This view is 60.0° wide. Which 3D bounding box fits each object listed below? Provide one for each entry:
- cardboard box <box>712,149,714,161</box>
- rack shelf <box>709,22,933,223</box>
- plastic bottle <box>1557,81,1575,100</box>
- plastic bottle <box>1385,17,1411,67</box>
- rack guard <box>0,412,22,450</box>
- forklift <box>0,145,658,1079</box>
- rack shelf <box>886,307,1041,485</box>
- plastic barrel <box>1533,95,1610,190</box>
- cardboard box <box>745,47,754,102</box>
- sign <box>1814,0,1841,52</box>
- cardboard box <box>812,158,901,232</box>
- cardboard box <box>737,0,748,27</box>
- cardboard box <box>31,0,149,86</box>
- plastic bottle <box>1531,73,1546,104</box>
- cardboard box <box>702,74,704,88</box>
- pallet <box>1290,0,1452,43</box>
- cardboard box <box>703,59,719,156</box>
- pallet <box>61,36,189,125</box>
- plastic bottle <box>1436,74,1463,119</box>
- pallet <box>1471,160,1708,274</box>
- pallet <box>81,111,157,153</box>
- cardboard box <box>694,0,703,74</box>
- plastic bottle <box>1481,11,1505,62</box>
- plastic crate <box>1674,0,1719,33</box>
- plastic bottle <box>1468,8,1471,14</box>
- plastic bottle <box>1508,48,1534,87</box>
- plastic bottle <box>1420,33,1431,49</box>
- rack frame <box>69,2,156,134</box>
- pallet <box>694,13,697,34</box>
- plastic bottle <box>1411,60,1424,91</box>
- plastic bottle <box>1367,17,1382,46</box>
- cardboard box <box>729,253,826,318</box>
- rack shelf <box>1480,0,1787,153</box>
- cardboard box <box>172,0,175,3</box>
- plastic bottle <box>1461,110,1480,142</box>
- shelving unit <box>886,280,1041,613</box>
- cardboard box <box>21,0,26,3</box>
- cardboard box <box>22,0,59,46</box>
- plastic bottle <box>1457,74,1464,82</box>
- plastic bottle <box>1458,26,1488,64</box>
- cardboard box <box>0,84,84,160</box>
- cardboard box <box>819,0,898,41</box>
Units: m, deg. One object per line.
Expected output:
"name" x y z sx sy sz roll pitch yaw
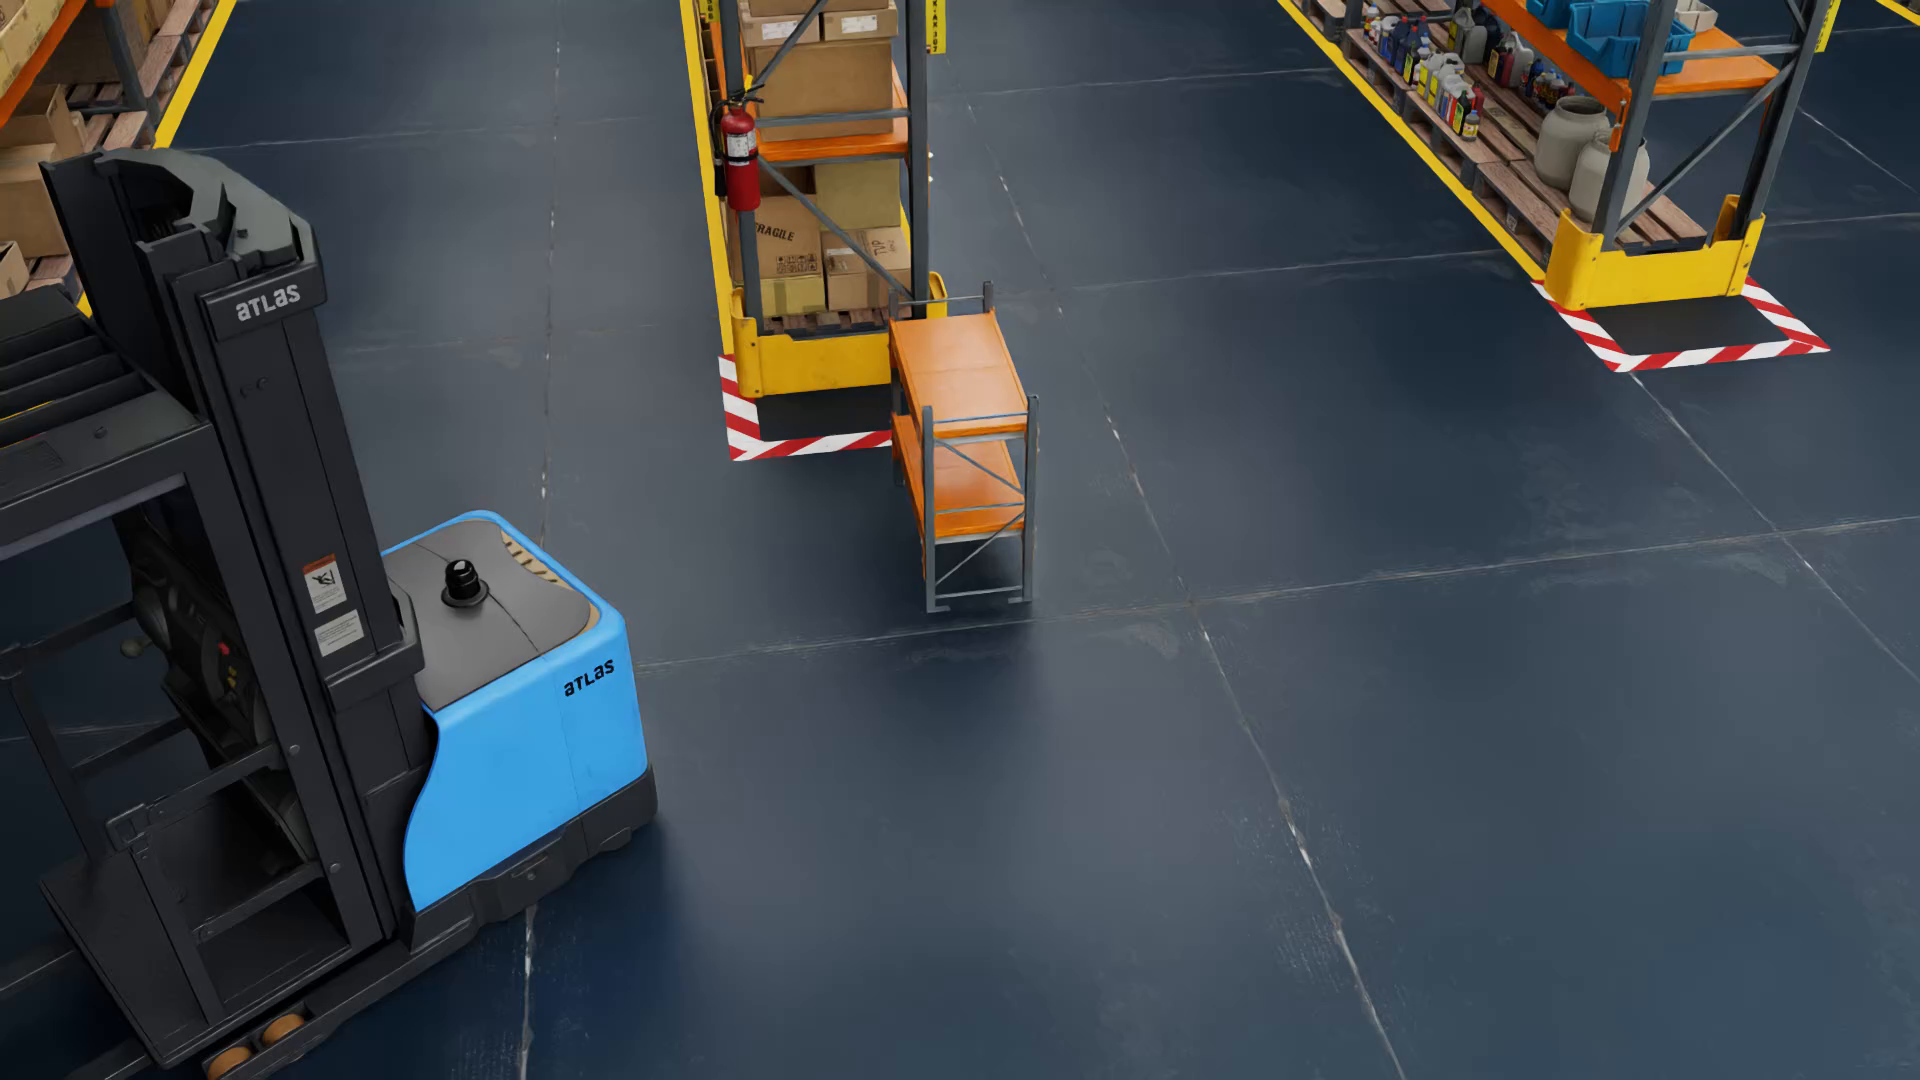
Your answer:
"cardboard box" -1.329 -2.418 10.716 0.500 0.250 0.500 -6 38 -8
"rack shelf" -1.020 -3.065 10.236 1.077 0.370 4.000 -6 38 -8
"plastic bottle" 4.176 -3.040 11.473 0.061 0.283 0.133 -6 38 -7
"plastic bottle" 3.240 -3.683 12.246 0.144 0.351 0.185 -5 38 -7
"rack guard" -5.559 -0.665 8.598 1.175 0.500 0.348 -6 38 -8
"forklift" -2.619 0.385 5.265 3.031 2.935 1.130 -30 47 -33
"rack shelf" -0.001 -0.679 7.631 0.538 0.278 1.000 -6 38 -8
"plastic barrel" 3.930 -2.547 10.669 0.421 0.512 0.421 0 38 0
"cardboard box" -0.835 -2.781 9.203 0.700 0.500 0.500 -5 38 -7
"sign" 4.751 -2.837 9.132 0.100 0.325 0.005 -6 38 -8
"cardboard box" -0.634 -2.167 9.782 0.500 0.500 0.500 -6 38 -8
"cardboard box" -0.971 -2.805 8.705 0.380 0.149 0.250 -5 38 -7
"cardboard box" -6.392 -3.651 12.084 0.700 0.500 0.500 -5 38 -6
"plastic bottle" 4.102 -3.196 11.741 0.097 0.201 0.097 0 38 0
"cardboard box" -1.587 -3.324 11.883 0.500 0.250 0.500 -6 38 -8
"pallet" 3.331 -4.457 13.714 1.003 0.211 1.213 -6 38 -8
"cardboard box" -1.332 -2.714 10.486 0.500 0.500 0.500 -6 38 -8
"pallet" -6.385 -3.391 12.343 1.003 0.211 1.213 -6 38 -8
"plastic bottle" 3.413 -3.071 11.519 0.152 0.276 0.135 -7 38 -9
"pallet" 4.012 -2.102 10.684 1.003 0.211 1.213 -6 38 -8
"pallet" -6.094 -2.519 11.220 1.003 0.211 1.213 -6 38 -8
"cardboard box" -1.597 -3.619 11.651 0.500 0.500 0.500 -6 38 -8
"plastic bottle" 3.937 -3.741 12.321 0.144 0.351 0.185 -8 39 -10
"plastic crate" 4.368 -3.143 9.965 0.298 0.136 0.250 -6 38 -8
"plastic bottle" 3.877 -3.971 12.738 0.097 0.201 0.097 0 38 0
"plastic bottle" 4.019 -3.418 11.966 0.152 0.276 0.135 -6 38 -7
"plastic bottle" 3.384 -3.577 12.175 0.097 0.271 0.097 0 38 0
"rack frame" -6.247 -4.022 10.882 1.000 3.000 0.127 -6 38 -8
"pallet" -1.538 -3.897 12.994 1.003 0.211 1.213 -6 38 -8
"plastic bottle" 3.300 -3.337 11.922 0.097 0.201 0.097 0 38 0
"plastic bottle" 3.149 -3.855 12.590 0.097 0.201 0.097 0 38 0
"cardboard box" -1.054 -1.513 9.552 0.500 0.250 0.500 -6 38 -8
"rack shelf" 3.858 -3.595 10.919 1.077 0.370 4.000 -6 38 -8
"cardboard box" -6.679 -4.575 13.272 0.700 0.500 0.500 -6 38 -8
"plastic bottle" 3.455 -2.802 11.234 0.097 0.201 0.097 0 38 0
"shelving unit" -0.001 -0.448 7.810 0.538 1.125 1.048 -6 38 -8
"cardboard box" -5.688 -3.408 9.587 0.500 0.500 0.500 -7 38 -9
"cardboard box" -5.683 -3.113 9.818 0.500 0.250 0.500 -6 38 -8
"plastic bottle" 3.491 -3.180 11.721 0.097 0.201 0.097 0 38 0
"plastic bottle" 3.796 -3.681 12.304 0.152 0.276 0.135 -6 38 -8
"cardboard box" -6.025 -2.586 10.713 0.500 0.500 0.500 -9 39 -11
"cardboard box" -0.526 -2.697 8.566 0.380 0.149 0.250 -6 38 -8
